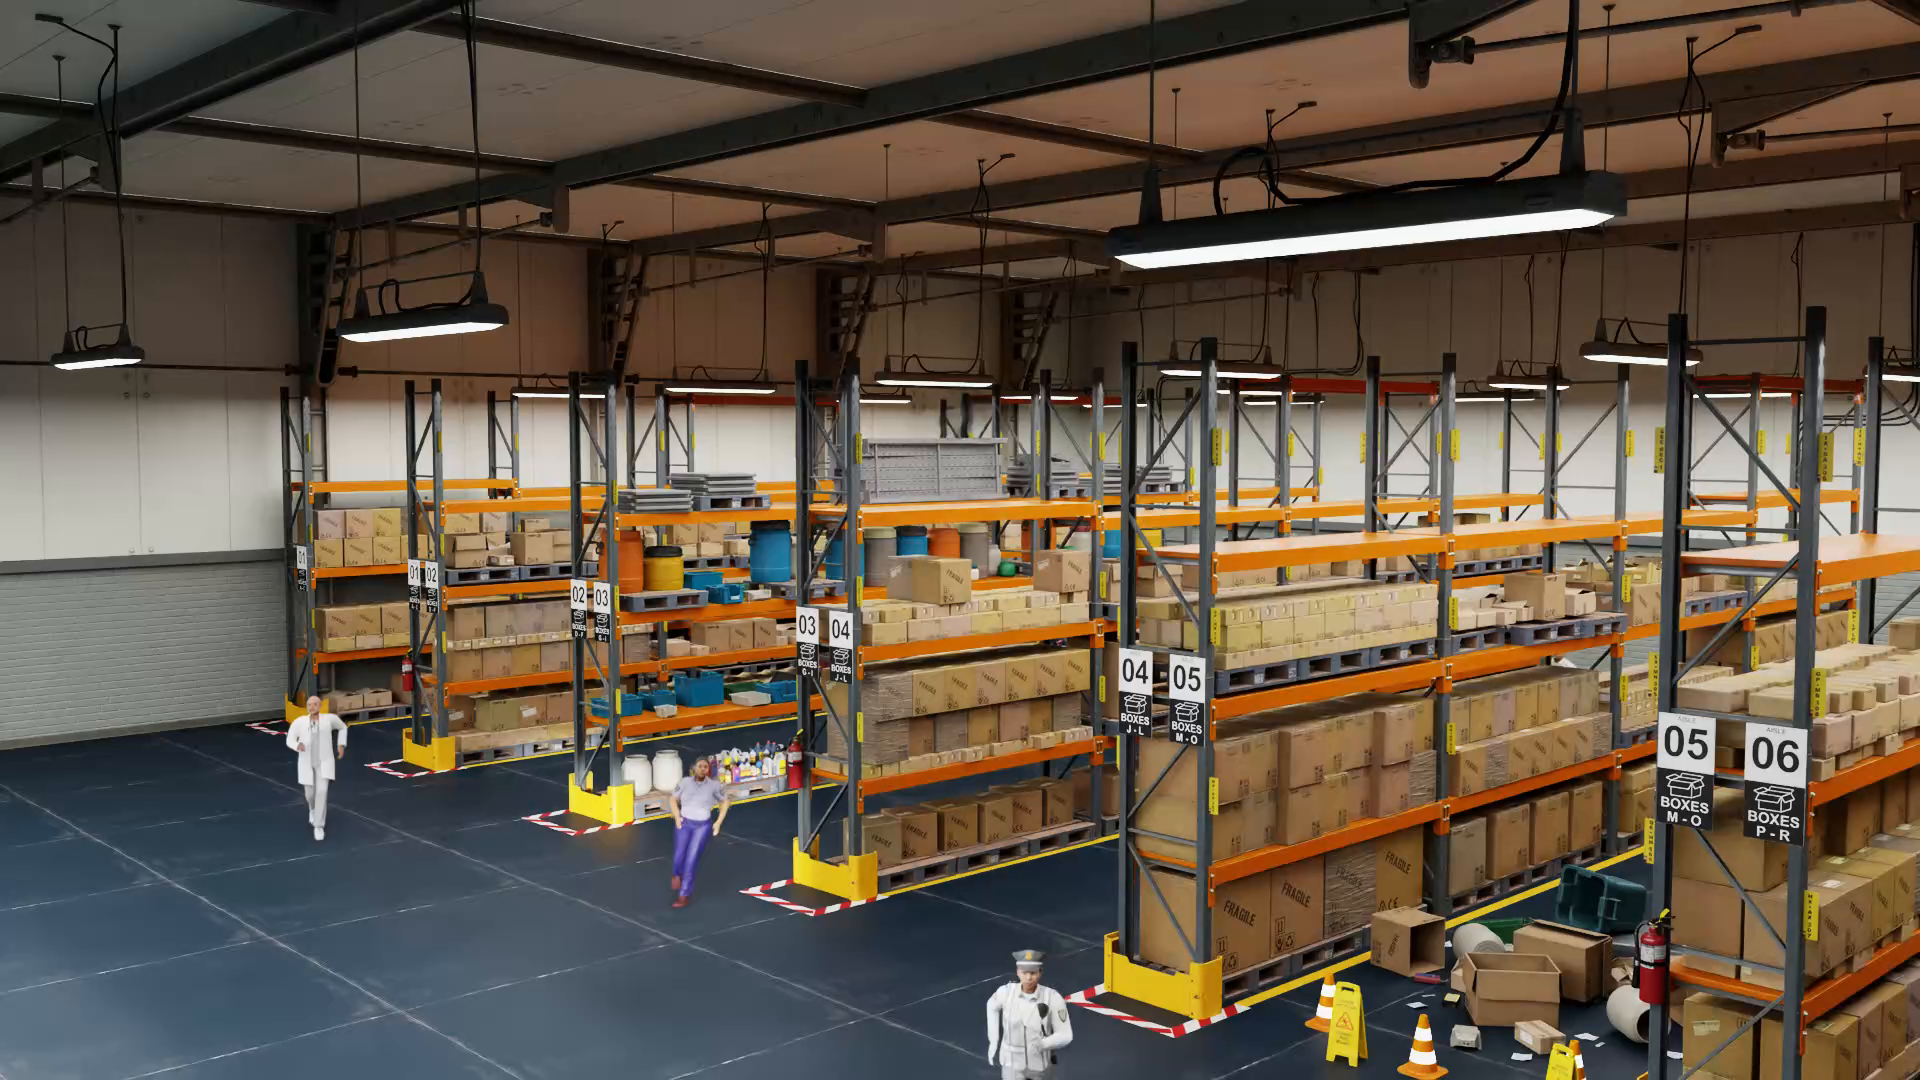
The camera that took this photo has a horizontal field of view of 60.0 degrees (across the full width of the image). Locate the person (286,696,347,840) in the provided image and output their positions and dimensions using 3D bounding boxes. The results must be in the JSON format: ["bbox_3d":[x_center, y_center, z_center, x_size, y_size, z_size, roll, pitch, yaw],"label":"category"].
[{"bbox_3d":[-8.307,2.895,21.473,0.724,1.764,1.110,-1,4,-15],"label":"person"}]

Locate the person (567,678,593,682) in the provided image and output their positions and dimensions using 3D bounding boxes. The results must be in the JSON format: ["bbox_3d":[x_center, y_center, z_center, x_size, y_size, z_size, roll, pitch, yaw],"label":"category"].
[{"bbox_3d":[-6.857,2.425,29.997,0.590,1.626,0.598,2,4,34],"label":"person"}]

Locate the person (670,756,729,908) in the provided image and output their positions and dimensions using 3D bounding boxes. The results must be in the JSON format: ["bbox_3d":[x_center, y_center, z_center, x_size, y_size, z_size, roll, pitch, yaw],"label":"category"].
[{"bbox_3d":[-2.909,3.189,18.424,0.694,1.610,0.723,0,4,0],"label":"person"}]

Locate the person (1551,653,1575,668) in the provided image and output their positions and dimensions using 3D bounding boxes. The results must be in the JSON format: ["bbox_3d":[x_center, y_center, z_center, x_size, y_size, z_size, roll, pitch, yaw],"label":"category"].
[{"bbox_3d":[9.686,2.566,26.921,0.630,1.846,0.878,3,5,43],"label":"person"}]

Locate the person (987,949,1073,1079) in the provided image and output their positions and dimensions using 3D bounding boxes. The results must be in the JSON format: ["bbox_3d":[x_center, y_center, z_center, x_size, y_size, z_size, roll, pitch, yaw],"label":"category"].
[{"bbox_3d":[0.469,3.590,11.253,0.582,1.739,0.831,0,4,2],"label":"person"}]
